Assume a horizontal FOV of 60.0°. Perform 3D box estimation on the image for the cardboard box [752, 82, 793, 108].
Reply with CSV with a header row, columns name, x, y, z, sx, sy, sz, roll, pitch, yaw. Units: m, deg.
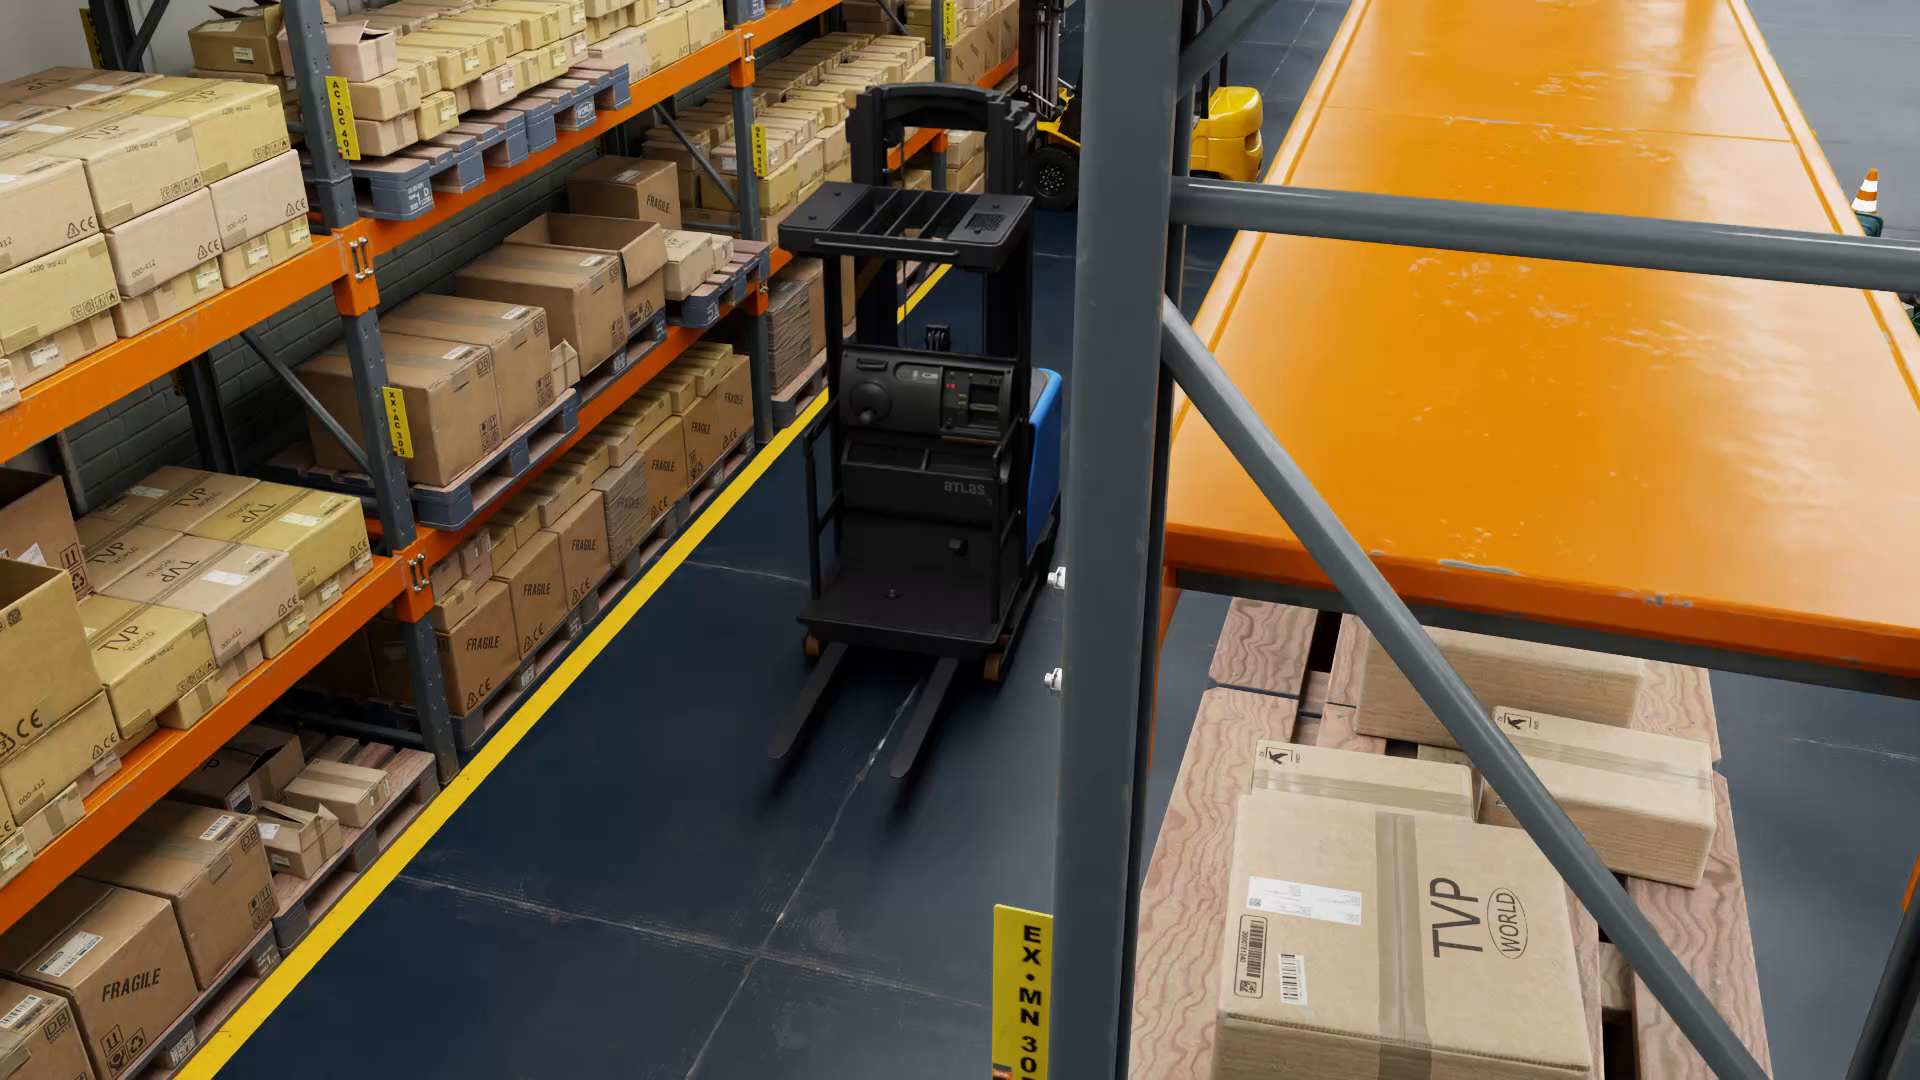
name,x,y,z,sx,sy,sz,roll,pitch,yaw
cardboard box,-1.457,-3.287,12.339,0.380,0.149,0.250,9,30,16

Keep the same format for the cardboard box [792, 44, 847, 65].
name,x,y,z,sx,sy,sz,roll,pitch,yaw
cardboard box,-1.129,-3.884,13.412,0.380,0.149,0.250,8,30,15

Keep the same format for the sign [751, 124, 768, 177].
name,x,y,z,sx,sy,sz,roll,pitch,yaw
sign,-1.270,-2.462,10.516,0.100,0.325,0.005,8,30,15

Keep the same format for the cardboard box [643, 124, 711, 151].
name,x,y,z,sx,sy,sz,roll,pitch,yaw
cardboard box,-1.919,-2.709,11.299,0.380,0.149,0.250,9,30,16

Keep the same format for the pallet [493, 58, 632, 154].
name,x,y,z,sx,sy,sz,roll,pitch,yaw
pallet,-2.406,-2.209,8.279,1.213,0.211,1.003,8,30,15

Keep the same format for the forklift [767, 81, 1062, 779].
name,x,y,z,sx,sy,sz,roll,pitch,yaw
forklift,-0.231,-0.721,8.566,1.130,2.935,3.031,7,30,12

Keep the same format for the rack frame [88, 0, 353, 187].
name,x,y,z,sx,sy,sz,roll,pitch,yaw
rack frame,-2.966,-2.827,6.110,1.000,3.000,0.127,8,30,15

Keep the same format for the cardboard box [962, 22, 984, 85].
name,x,y,z,sx,sy,sz,roll,pitch,yaw
cardboard box,-0.101,-4.380,14.970,0.500,0.500,0.500,9,30,16

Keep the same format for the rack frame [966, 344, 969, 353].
name,x,y,z,sx,sy,sz,roll,pitch,yaw
rack frame,0.136,-0.741,10.538,0.200,1.050,0.008,7,30,12

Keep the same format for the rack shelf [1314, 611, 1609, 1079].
name,x,y,z,sx,sy,sz,roll,pitch,yaw
rack shelf,1.193,0.435,4.073,1.077,0.370,4.000,8,30,15

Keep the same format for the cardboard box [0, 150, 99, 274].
name,x,y,z,sx,sy,sz,roll,pitch,yaw
cardboard box,-3.181,-1.058,5.351,0.500,0.250,0.500,9,30,16

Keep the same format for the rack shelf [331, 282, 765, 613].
name,x,y,z,sx,sy,sz,roll,pitch,yaw
rack shelf,-2.379,-0.820,9.414,1.077,0.370,4.000,8,30,15

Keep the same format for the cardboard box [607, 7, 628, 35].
name,x,y,z,sx,sy,sz,roll,pitch,yaw
cardboard box,-2.014,-2.818,8.923,0.380,0.149,0.250,9,30,15

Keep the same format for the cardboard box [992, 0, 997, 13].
name,x,y,z,sx,sy,sz,roll,pitch,yaw
cardboard box,0.131,-4.951,15.330,0.380,0.149,0.250,8,30,13

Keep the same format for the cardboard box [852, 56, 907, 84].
name,x,y,z,sx,sy,sz,roll,pitch,yaw
cardboard box,-0.636,-3.690,13.062,0.380,0.149,0.250,8,30,13

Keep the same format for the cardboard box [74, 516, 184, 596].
name,x,y,z,sx,sy,sz,roll,pitch,yaw
cardboard box,-3.510,0.156,6.767,0.500,0.250,0.500,8,30,14

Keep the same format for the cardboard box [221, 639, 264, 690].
name,x,y,z,sx,sy,sz,roll,pitch,yaw
cardboard box,-3.030,0.455,6.639,0.380,0.149,0.250,9,30,16

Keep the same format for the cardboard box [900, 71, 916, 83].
name,x,y,z,sx,sy,sz,roll,pitch,yaw
cardboard box,-0.661,-3.571,13.259,0.500,0.250,0.500,8,30,14

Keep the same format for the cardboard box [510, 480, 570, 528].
name,x,y,z,sx,sy,sz,roll,pitch,yaw
cardboard box,-2.358,-0.209,9.048,0.380,0.149,0.250,8,30,15

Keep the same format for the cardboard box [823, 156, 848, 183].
name,x,y,z,sx,sy,sz,roll,pitch,yaw
cardboard box,-1.131,-2.643,12.105,0.500,0.250,0.500,8,30,13

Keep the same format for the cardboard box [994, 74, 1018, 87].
name,x,y,z,sx,sy,sz,roll,pitch,yaw
cardboard box,0.437,-4.468,16.599,0.500,0.250,0.500,9,30,16

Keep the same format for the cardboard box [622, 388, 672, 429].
name,x,y,z,sx,sy,sz,roll,pitch,yaw
cardboard box,-1.985,-0.809,10.127,0.380,0.149,0.250,9,30,16

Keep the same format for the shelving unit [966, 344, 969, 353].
name,x,y,z,sx,sy,sz,roll,pitch,yaw
shelving unit,0.106,-0.684,10.434,0.215,1.050,0.252,7,30,12

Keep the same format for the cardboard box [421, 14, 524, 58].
name,x,y,z,sx,sy,sz,roll,pitch,yaw
cardboard box,-2.264,-2.336,7.731,0.380,0.149,0.250,9,30,16

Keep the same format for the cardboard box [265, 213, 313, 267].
name,x,y,z,sx,sy,sz,roll,pitch,yaw
cardboard box,-2.789,-1.197,6.524,0.380,0.149,0.250,8,30,15

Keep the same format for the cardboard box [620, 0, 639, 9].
name,x,y,z,sx,sy,sz,roll,pitch,yaw
cardboard box,-1.919,-2.926,8.812,0.380,0.149,0.250,8,30,14

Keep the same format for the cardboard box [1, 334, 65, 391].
name,x,y,z,sx,sy,sz,roll,pitch,yaw
cardboard box,-3.202,-0.608,5.466,0.380,0.149,0.250,9,30,15

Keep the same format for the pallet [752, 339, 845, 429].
name,x,y,z,sx,sy,sz,roll,pitch,yaw
pallet,-1.513,-1.222,12.265,1.003,0.211,1.213,8,30,15

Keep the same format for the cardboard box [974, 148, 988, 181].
name,x,y,z,sx,sy,sz,roll,pitch,yaw
cardboard box,-0.034,-3.538,15.442,0.500,0.250,0.500,8,30,15

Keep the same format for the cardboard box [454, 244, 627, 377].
name,x,y,z,sx,sy,sz,roll,pitch,yaw
cardboard box,-2.227,-1.231,8.877,0.700,0.500,0.500,8,30,15

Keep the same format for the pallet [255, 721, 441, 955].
name,x,y,z,sx,sy,sz,roll,pitch,yaw
pallet,-3.168,1.333,7.673,1.003,0.211,1.213,8,30,15

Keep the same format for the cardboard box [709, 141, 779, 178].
name,x,y,z,sx,sy,sz,roll,pitch,yaw
cardboard box,-1.416,-2.497,10.918,0.380,0.149,0.250,9,30,16

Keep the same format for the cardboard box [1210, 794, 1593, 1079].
name,x,y,z,sx,sy,sz,roll,pitch,yaw
cardboard box,0.652,0.666,2.536,0.500,0.250,0.500,6,30,10

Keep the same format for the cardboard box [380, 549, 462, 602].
name,x,y,z,sx,sy,sz,roll,pitch,yaw
cardboard box,-2.664,0.153,8.091,0.380,0.149,0.250,8,30,14

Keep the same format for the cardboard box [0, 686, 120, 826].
name,x,y,z,sx,sy,sz,roll,pitch,yaw
cardboard box,-3.326,0.706,5.779,0.500,0.250,0.500,8,30,14

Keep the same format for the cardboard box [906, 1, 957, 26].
name,x,y,z,sx,sy,sz,roll,pitch,yaw
cardboard box,-0.240,-4.486,14.187,0.380,0.149,0.250,9,30,16

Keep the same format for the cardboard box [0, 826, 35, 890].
name,x,y,z,sx,sy,sz,roll,pitch,yaw
cardboard box,-3.355,1.058,5.555,0.380,0.149,0.250,8,30,13

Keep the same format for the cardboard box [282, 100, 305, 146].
name,x,y,z,sx,sy,sz,roll,pitch,yaw
cardboard box,-2.943,-1.784,7.045,0.380,0.149,0.250,8,30,15

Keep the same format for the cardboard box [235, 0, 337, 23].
name,x,y,z,sx,sy,sz,roll,pitch,yaw
cardboard box,-2.895,-2.224,7.103,0.396,0.266,0.258,8,30,15

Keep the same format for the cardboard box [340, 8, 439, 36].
name,x,y,z,sx,sy,sz,roll,pitch,yaw
cardboard box,-2.683,-2.398,7.842,0.380,0.149,0.250,8,30,13

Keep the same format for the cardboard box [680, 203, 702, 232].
name,x,y,z,sx,sy,sz,roll,pitch,yaw
cardboard box,-1.904,-2.244,11.387,0.500,0.250,0.500,8,30,14

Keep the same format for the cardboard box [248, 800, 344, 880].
name,x,y,z,sx,sy,sz,roll,pitch,yaw
cardboard box,-2.953,1.273,7.292,0.396,0.266,0.258,10,30,17

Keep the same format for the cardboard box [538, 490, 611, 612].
name,x,y,z,sx,sy,sz,roll,pitch,yaw
cardboard box,-2.311,0.031,9.283,0.500,0.500,0.500,8,30,13

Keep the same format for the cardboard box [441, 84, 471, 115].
name,x,y,z,sx,sy,sz,roll,pitch,yaw
cardboard box,-2.408,-1.962,7.365,0.380,0.149,0.250,9,30,15

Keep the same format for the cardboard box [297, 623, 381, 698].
name,x,y,z,sx,sy,sz,roll,pitch,yaw
cardboard box,-3.104,0.433,8.560,0.500,0.500,0.500,8,30,15

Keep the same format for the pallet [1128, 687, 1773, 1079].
name,x,y,z,sx,sy,sz,roll,pitch,yaw
pallet,0.814,0.742,2.871,1.003,0.211,1.213,8,30,15

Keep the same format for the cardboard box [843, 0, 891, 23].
name,x,y,z,sx,sy,sz,roll,pitch,yaw
cardboard box,-0.813,-4.571,14.341,0.380,0.149,0.250,9,30,15

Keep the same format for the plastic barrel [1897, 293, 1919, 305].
name,x,y,z,sx,sy,sz,roll,pitch,yaw
plastic barrel,7.757,-2.177,13.763,0.421,0.421,0.512,-17,34,-28

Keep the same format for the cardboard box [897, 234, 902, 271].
name,x,y,z,sx,sy,sz,roll,pitch,yaw
cardboard box,-0.995,-2.465,13.641,0.875,0.625,0.625,8,30,14

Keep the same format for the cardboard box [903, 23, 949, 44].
name,x,y,z,sx,sy,sz,roll,pitch,yaw
cardboard box,-0.272,-4.361,14.268,0.380,0.149,0.250,8,30,14

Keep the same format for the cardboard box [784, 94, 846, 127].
name,x,y,z,sx,sy,sz,roll,pitch,yaw
cardboard box,-1.048,-3.098,11.999,0.380,0.149,0.250,9,30,16

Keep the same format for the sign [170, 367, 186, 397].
name,x,y,z,sx,sy,sz,roll,pitch,yaw
sign,-3.497,-0.789,7.426,0.100,0.325,0.005,8,30,15
